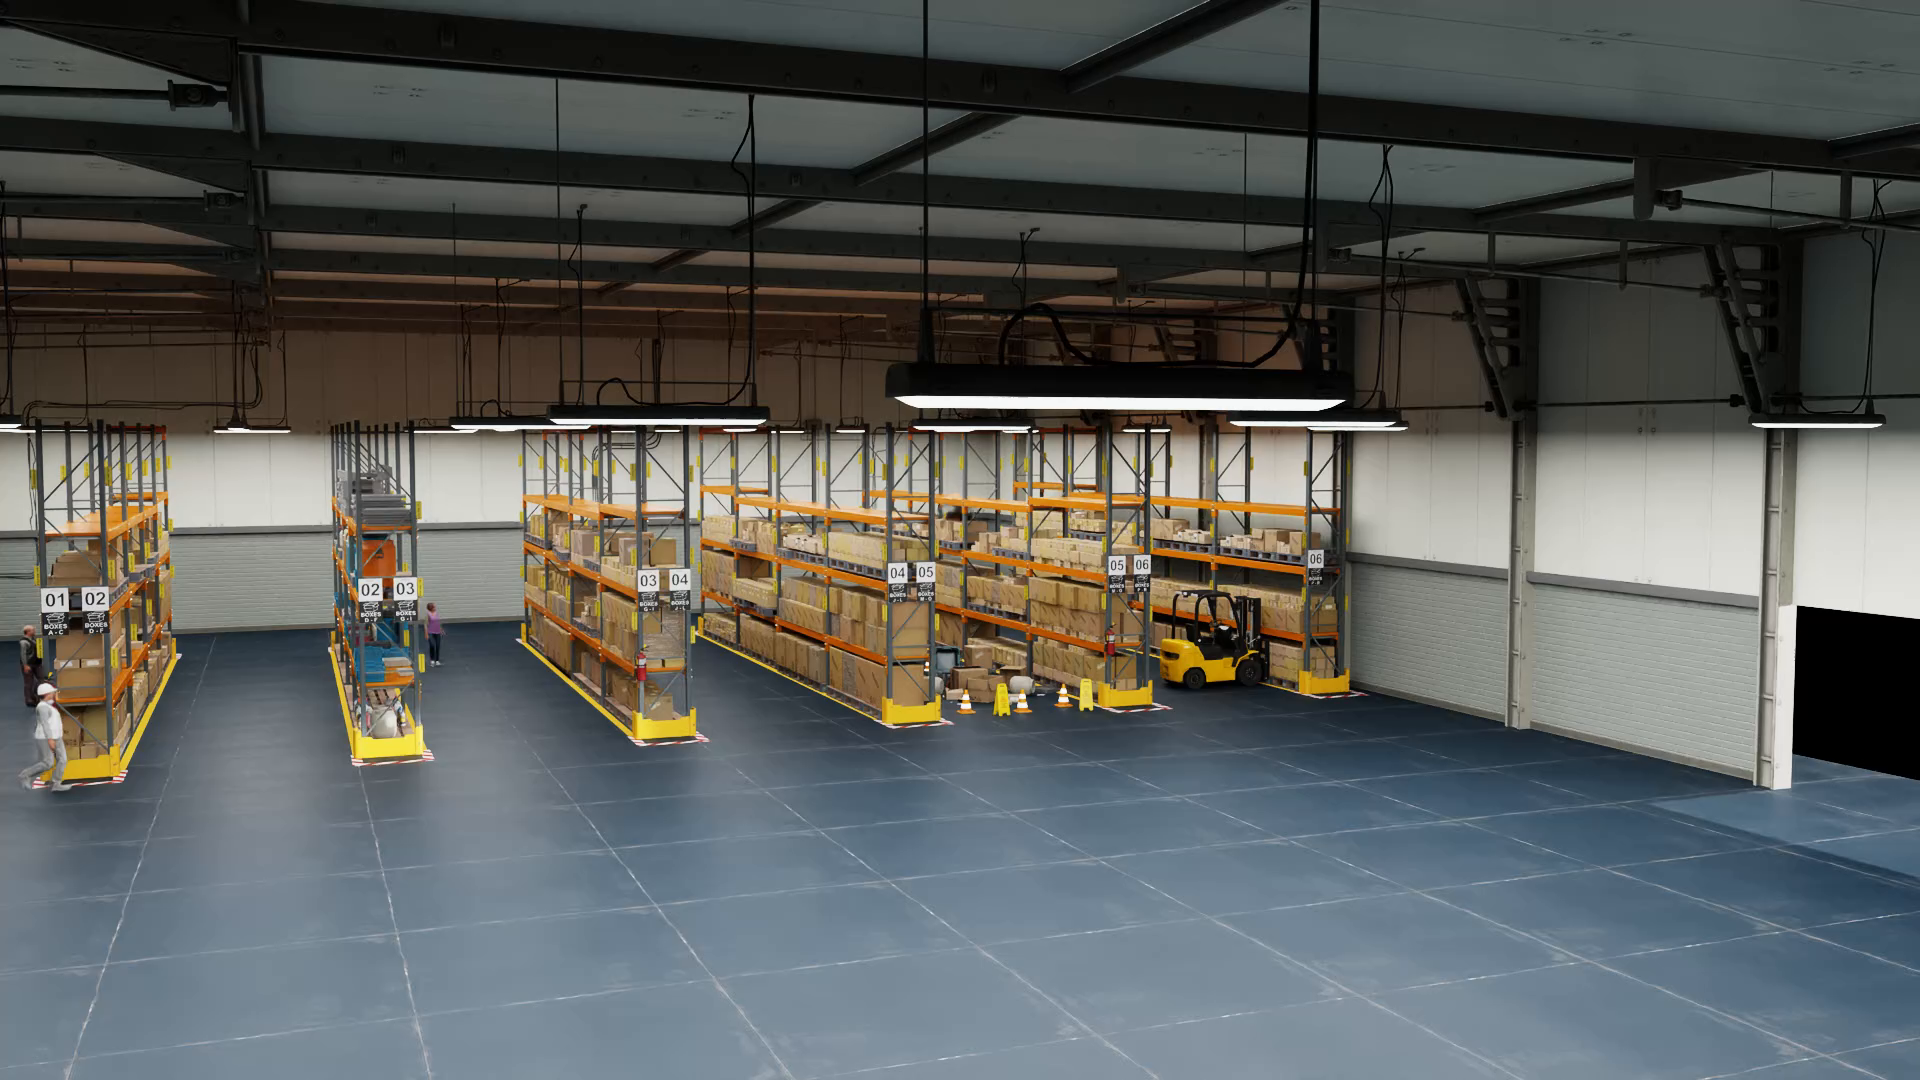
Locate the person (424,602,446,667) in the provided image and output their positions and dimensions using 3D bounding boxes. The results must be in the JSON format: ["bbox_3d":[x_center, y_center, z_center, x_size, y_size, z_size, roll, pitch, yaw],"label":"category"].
[{"bbox_3d":[-13.011,2.341,41.228,0.533,1.605,0.504,-2,4,-34],"label":"person"}]

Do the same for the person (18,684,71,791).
[{"bbox_3d":[-14.681,3.170,26.714,0.732,1.731,0.503,0,4,0],"label":"person"}]

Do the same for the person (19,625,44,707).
[{"bbox_3d":[-19.679,2.673,35.248,0.436,1.732,0.581,1,4,15],"label":"person"}]
